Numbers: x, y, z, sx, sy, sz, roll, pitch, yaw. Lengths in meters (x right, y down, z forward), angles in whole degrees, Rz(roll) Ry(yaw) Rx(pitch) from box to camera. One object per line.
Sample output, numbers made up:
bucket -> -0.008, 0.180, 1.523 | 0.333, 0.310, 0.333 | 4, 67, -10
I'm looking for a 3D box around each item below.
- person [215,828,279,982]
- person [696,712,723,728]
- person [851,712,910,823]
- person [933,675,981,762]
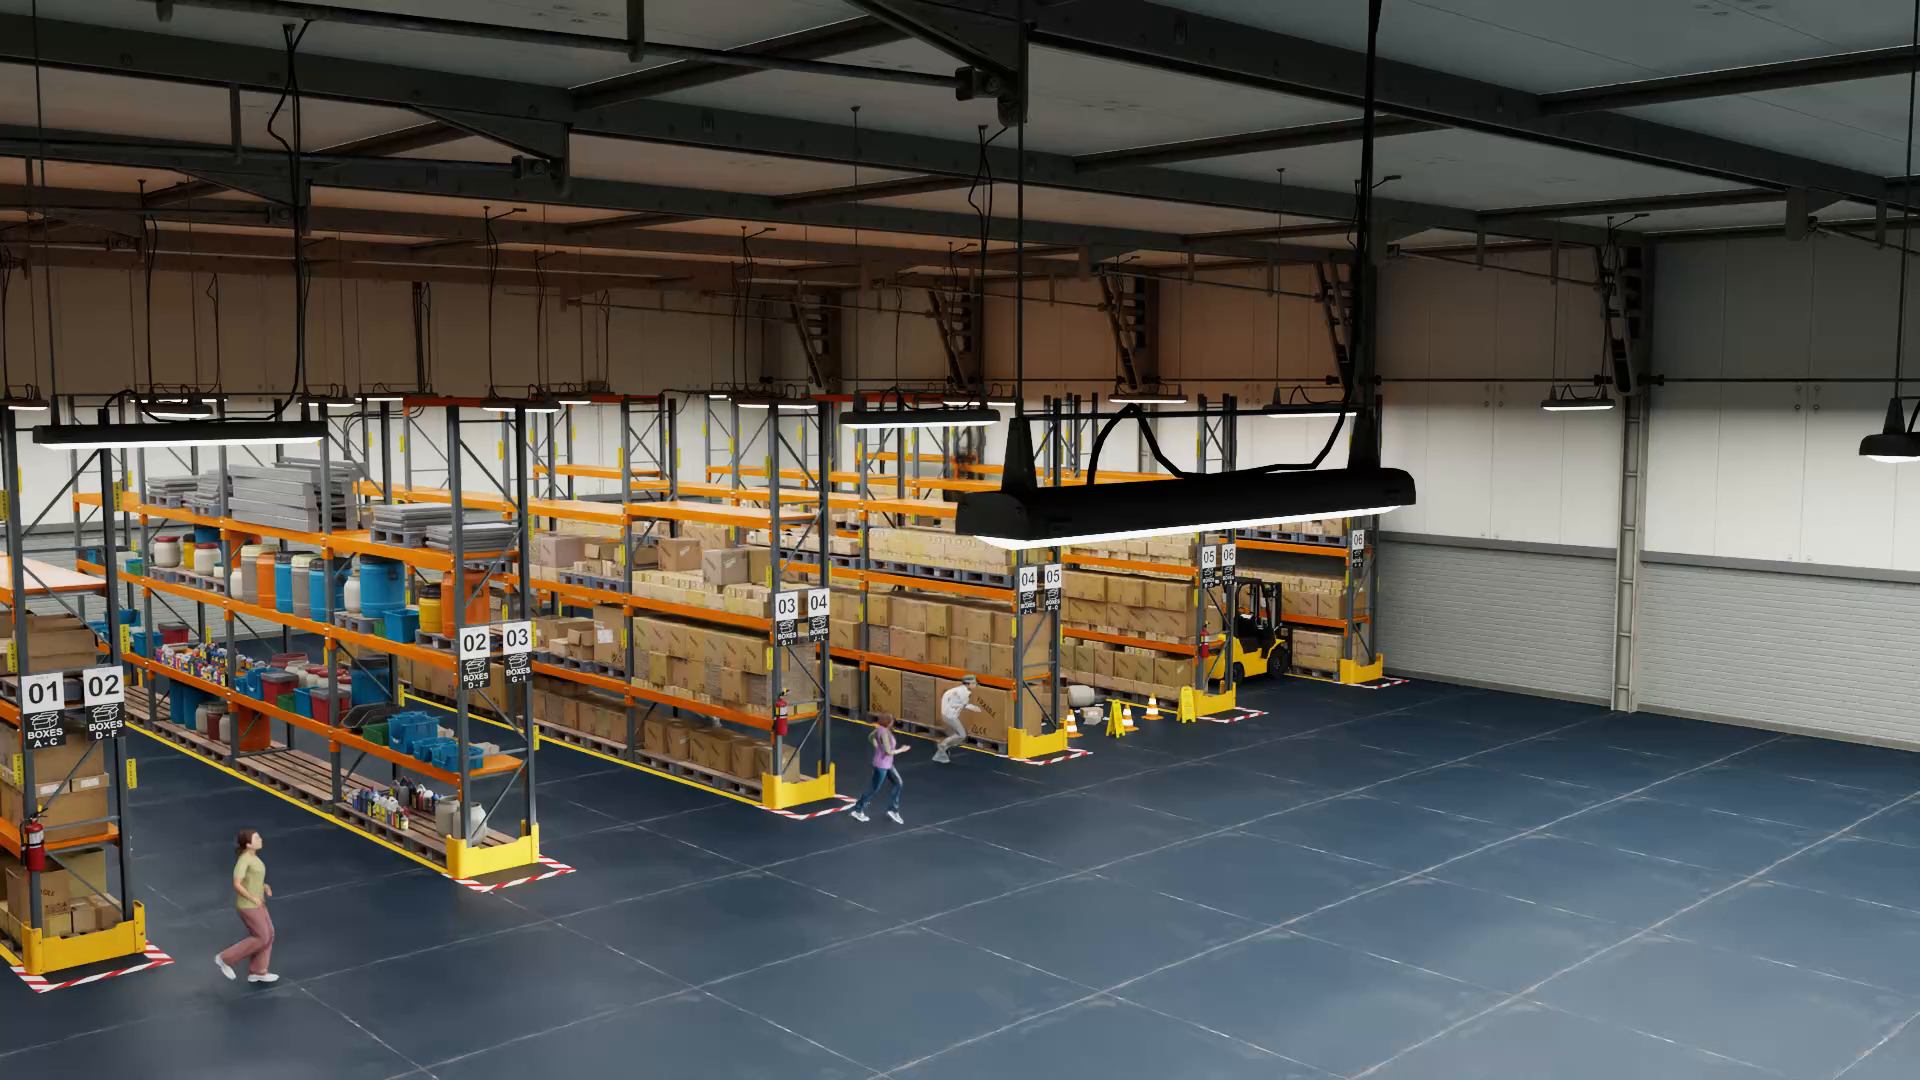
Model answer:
person -> -7.501, 3.837, 17.452 | 0.605, 1.647, 0.600 | -2, 6, -16
person -> -4.595, 2.486, 30.537 | 0.661, 1.808, 0.922 | -5, 8, -43
person -> -1.130, 3.259, 23.685 | 0.841, 1.613, 0.548 | 0, 6, -1
person -> -0.075, 2.950, 27.338 | 0.819, 1.493, 0.645 | 2, 6, 17
